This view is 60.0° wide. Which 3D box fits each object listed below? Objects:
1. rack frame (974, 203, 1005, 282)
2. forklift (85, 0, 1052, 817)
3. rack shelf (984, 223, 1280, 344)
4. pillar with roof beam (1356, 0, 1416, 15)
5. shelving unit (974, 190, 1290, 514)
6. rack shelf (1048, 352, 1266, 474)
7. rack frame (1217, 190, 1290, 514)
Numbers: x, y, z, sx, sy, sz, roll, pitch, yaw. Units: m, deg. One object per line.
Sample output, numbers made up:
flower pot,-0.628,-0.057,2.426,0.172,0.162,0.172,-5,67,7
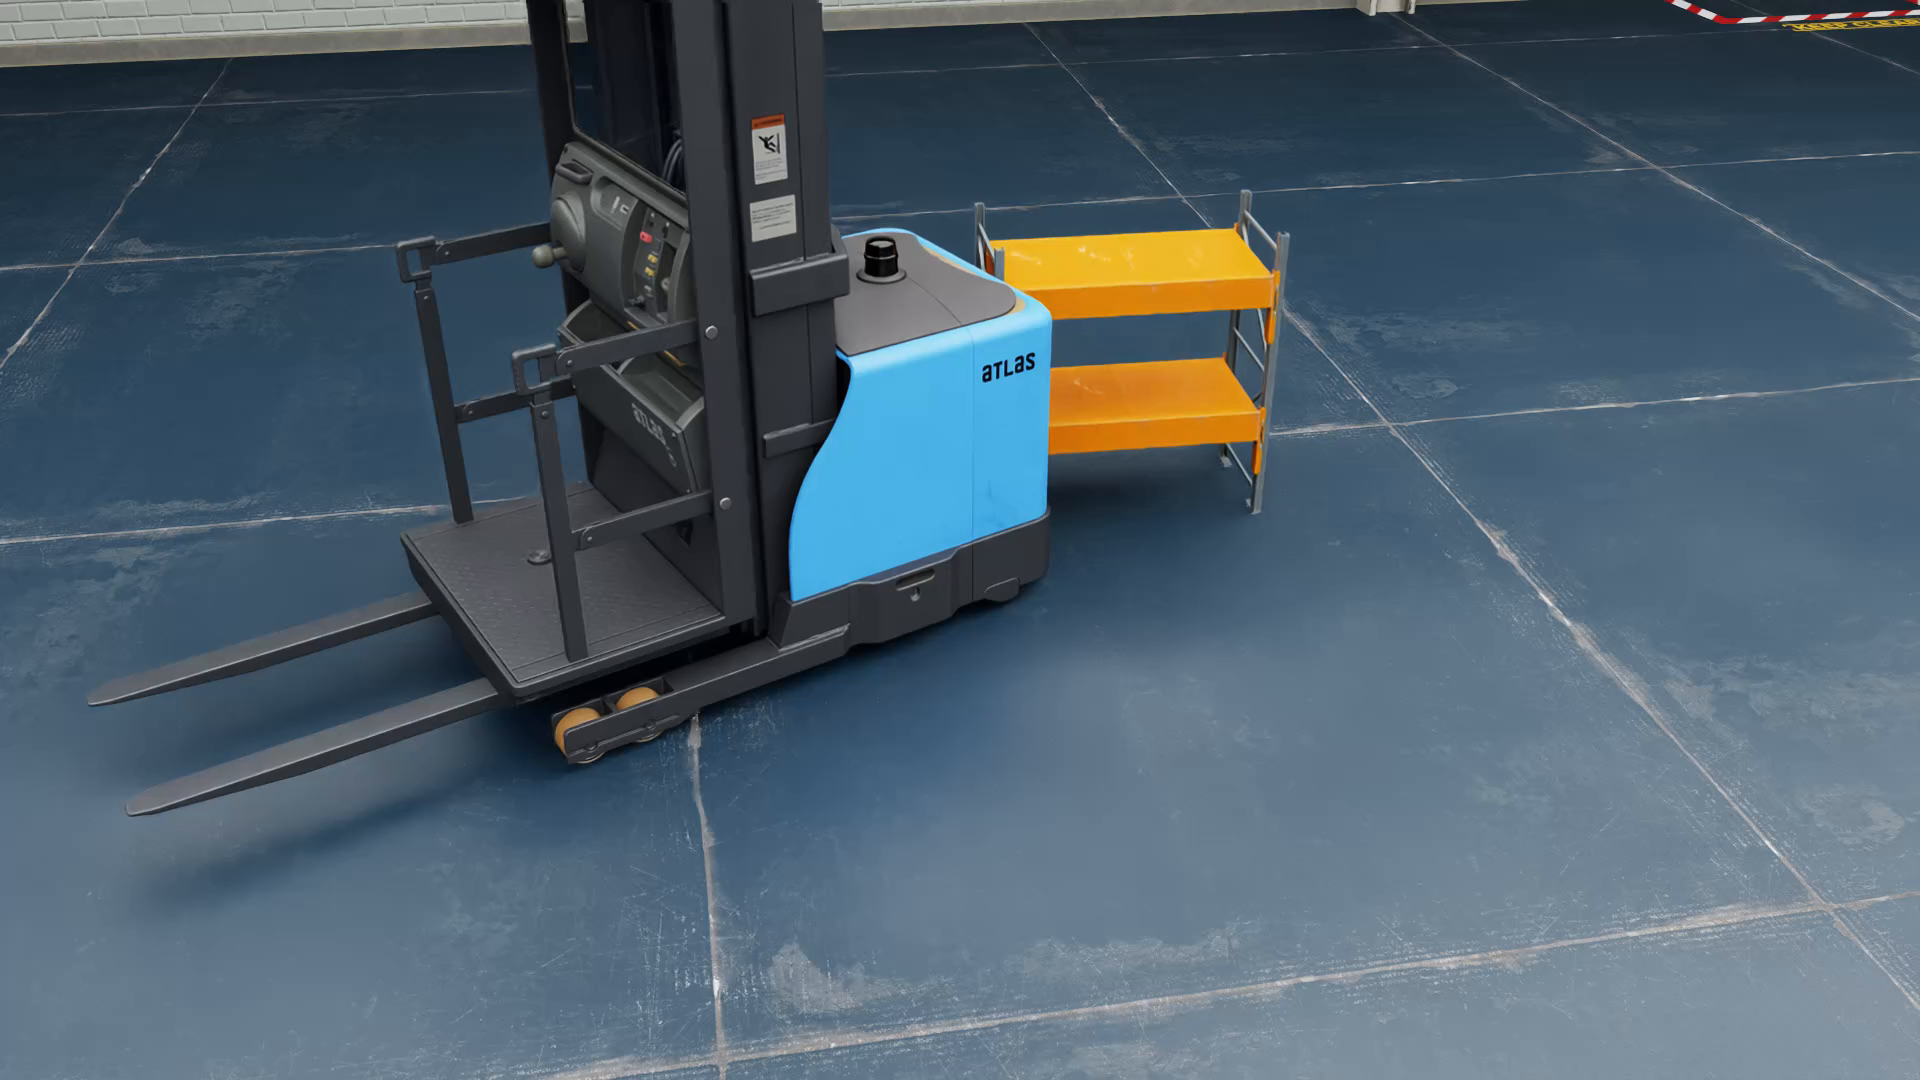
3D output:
rack frame,0.105,-0.638,6.225,0.032,1.125,0.500,-4,31,-7
forklift,-1.192,-0.886,4.865,3.031,2.935,1.130,-19,35,-29
rack shelf,0.608,-0.927,6.139,1.000,0.278,0.538,-4,31,-7
pillar with roof beam,4.259,-6.081,7.714,0.400,9.000,9.100,-5,31,-9
shelving unit,0.608,-0.675,6.287,1.048,1.125,0.538,-4,31,-7
rack shelf,0.608,-0.464,6.411,1.000,0.278,0.538,-4,31,-7
rack frame,1.111,-0.711,6.350,0.032,1.125,0.500,-4,31,-7
